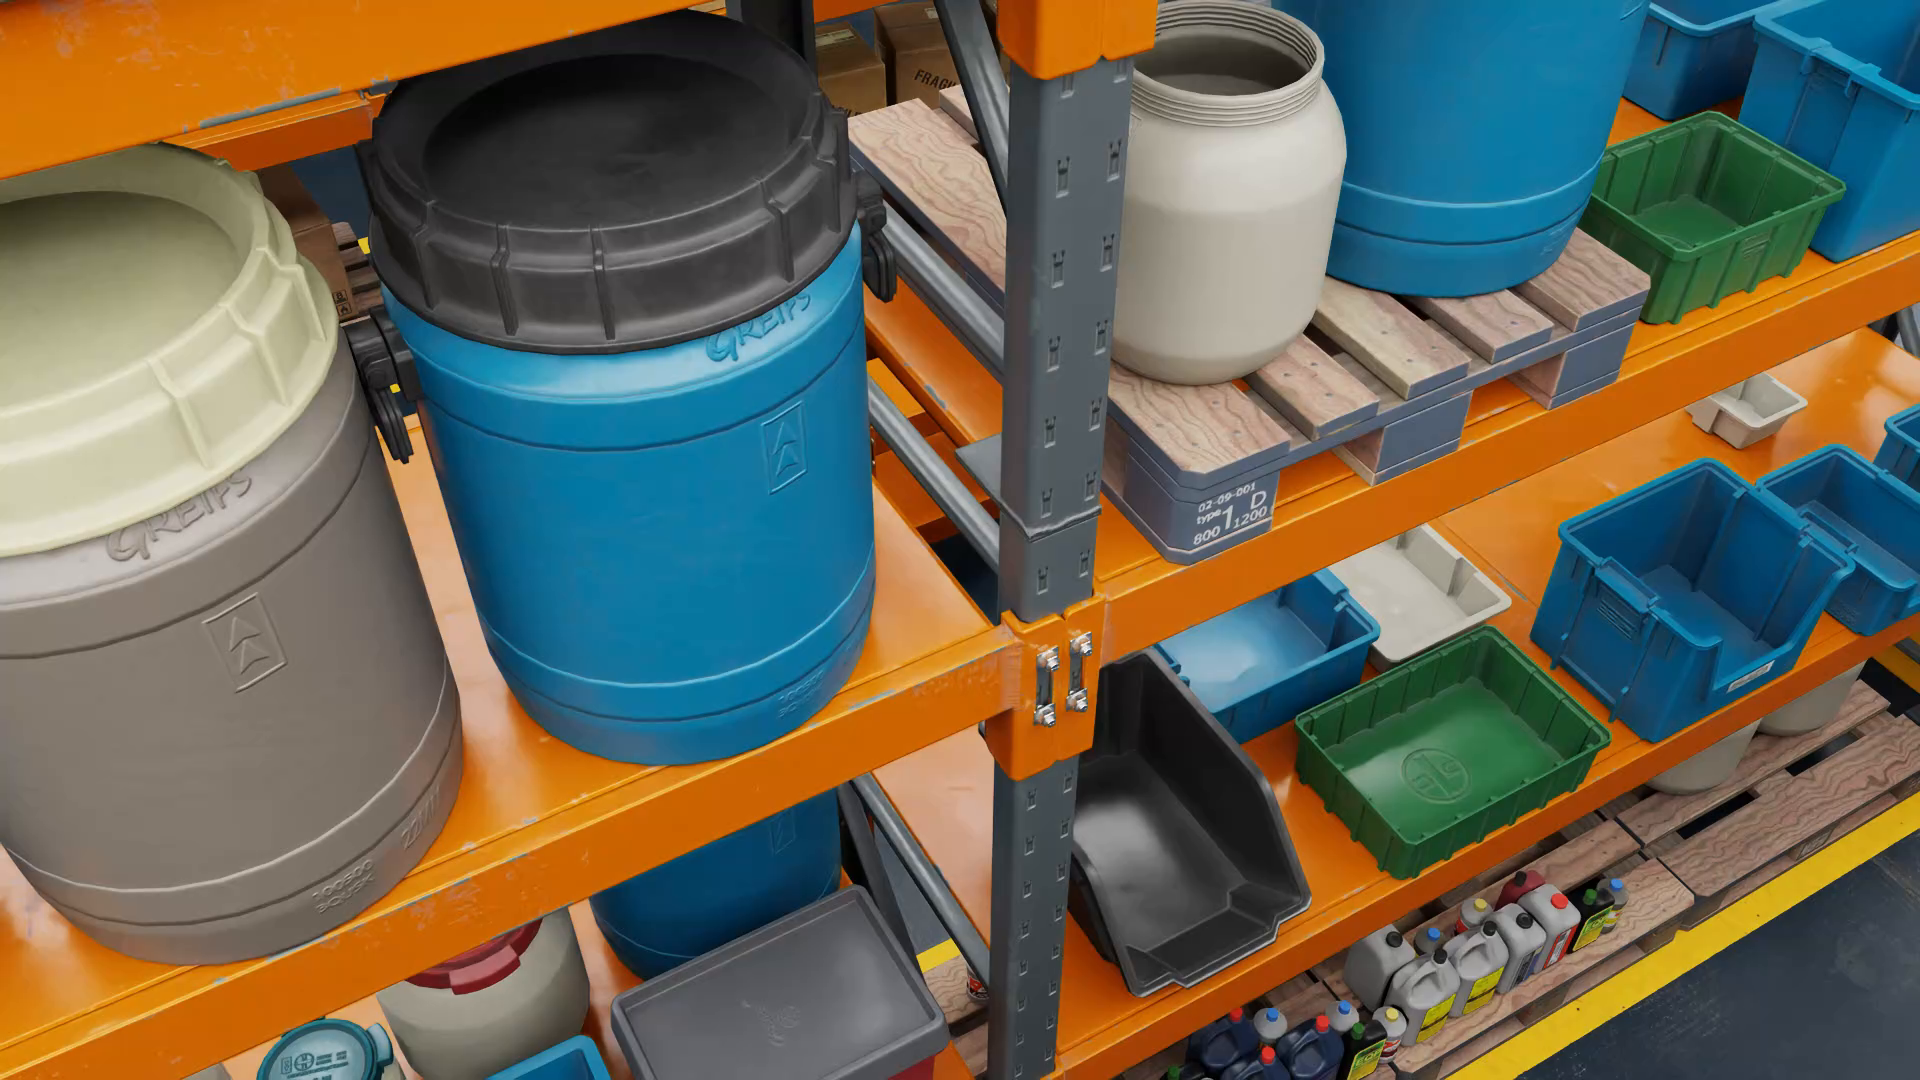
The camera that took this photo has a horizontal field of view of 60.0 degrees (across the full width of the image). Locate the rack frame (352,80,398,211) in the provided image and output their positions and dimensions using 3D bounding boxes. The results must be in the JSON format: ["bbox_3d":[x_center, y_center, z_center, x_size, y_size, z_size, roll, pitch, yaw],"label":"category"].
[{"bbox_3d":[-2.560,-2.233,6.897,0.127,3.000,1.000,-22,48,-21],"label":"rack frame"}]

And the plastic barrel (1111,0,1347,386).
[{"bbox_3d":[0.379,-0.540,2.617,0.421,0.512,0.421,0,44,0],"label":"plastic barrel"}]

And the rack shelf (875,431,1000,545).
[{"bbox_3d":[-0.006,-0.226,6.526,1.000,0.278,0.538,-22,48,-21],"label":"rack shelf"}]

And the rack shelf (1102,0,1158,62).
[{"bbox_3d":[1.642,-1.687,2.831,4.000,0.370,1.077,-22,48,-21],"label":"rack shelf"}]

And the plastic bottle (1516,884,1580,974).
[{"bbox_3d":[1.770,1.162,5.038,0.135,0.276,0.152,-21,48,-21],"label":"plastic bottle"}]

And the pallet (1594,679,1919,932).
[{"bbox_3d":[2.627,0.704,5.873,1.213,0.211,1.003,-22,48,-21],"label":"pallet"}]

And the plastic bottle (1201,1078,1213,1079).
[{"bbox_3d":[0.669,1.603,4.584,0.135,0.276,0.152,-20,48,-20],"label":"plastic bottle"}]

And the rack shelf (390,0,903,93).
[{"bbox_3d":[-0.825,-2.669,7.863,4.000,0.370,1.077,-22,48,-21],"label":"rack shelf"}]

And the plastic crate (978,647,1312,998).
[{"bbox_3d":[0.425,0.675,3.945,0.504,0.338,0.767,-22,48,-21],"label":"plastic crate"}]

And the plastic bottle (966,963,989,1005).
[{"bbox_3d":[0.067,1.290,4.960,0.097,0.201,0.097,0,44,0],"label":"plastic bottle"}]

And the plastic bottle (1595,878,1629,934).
[{"bbox_3d":[2.002,1.118,5.137,0.097,0.201,0.097,0,44,0],"label":"plastic bottle"}]

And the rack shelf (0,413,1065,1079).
[{"bbox_3d":[-1.826,0.634,2.306,4.000,0.370,1.077,-22,48,-21],"label":"rack shelf"}]

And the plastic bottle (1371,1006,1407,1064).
[{"bbox_3d":[1.235,1.425,4.821,0.097,0.201,0.097,0,44,0],"label":"plastic bottle"}]

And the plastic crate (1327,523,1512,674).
[{"bbox_3d":[1.190,0.136,4.645,0.437,0.136,0.530,-22,48,-21],"label":"plastic crate"}]

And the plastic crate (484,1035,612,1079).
[{"bbox_3d":[-0.894,1.334,3.233,0.575,0.384,0.392,-22,48,-21],"label":"plastic crate"}]

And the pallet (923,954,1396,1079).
[{"bbox_3d":[0.511,1.551,5.001,1.213,0.211,1.003,-22,48,-21],"label":"pallet"}]

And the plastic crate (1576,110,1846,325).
[{"bbox_3d":[1.412,-0.626,3.239,0.450,0.188,0.336,-22,48,-21],"label":"plastic crate"}]

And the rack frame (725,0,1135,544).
[{"bbox_3d":[-0.092,-1.395,1.726,0.127,3.000,1.000,-22,48,-21],"label":"rack frame"}]

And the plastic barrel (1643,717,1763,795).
[{"bbox_3d":[2.409,0.561,5.503,0.421,0.512,0.421,0,44,0],"label":"plastic barrel"}]

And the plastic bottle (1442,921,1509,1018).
[{"bbox_3d":[1.508,1.244,4.901,0.185,0.351,0.144,-20,48,-19],"label":"plastic bottle"}]

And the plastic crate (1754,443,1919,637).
[{"bbox_3d":[2.525,0.000,4.703,0.408,0.251,0.499,-22,48,-21],"label":"plastic crate"}]

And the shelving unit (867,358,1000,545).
[{"bbox_3d":[-0.006,-0.401,6.356,1.048,1.125,0.538,-22,48,-21],"label":"shelving unit"}]

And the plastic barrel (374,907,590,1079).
[{"bbox_3d":[-1.031,0.909,3.562,0.433,0.535,0.433,0,44,0],"label":"plastic barrel"}]

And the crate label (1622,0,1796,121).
[{"bbox_3d":[1.589,-1.203,3.789,0.408,0.251,0.502,-22,48,-21],"label":"crate label"}]

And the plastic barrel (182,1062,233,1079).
[{"bbox_3d":[-1.667,1.163,3.300,0.433,0.535,0.433,0,44,0],"label":"plastic barrel"}]

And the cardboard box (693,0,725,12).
[{"bbox_3d":[-1.152,-2.484,7.336,0.250,0.149,0.380,-22,48,-21],"label":"cardboard box"}]

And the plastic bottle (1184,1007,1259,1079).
[{"bbox_3d":[0.743,1.434,4.705,0.185,0.351,0.144,-22,48,-21],"label":"plastic bottle"}]

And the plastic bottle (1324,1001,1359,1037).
[{"bbox_3d":[1.087,1.411,4.786,0.097,0.271,0.097,0,44,0],"label":"plastic bottle"}]

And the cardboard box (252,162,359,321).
[{"bbox_3d":[-3.103,-1.294,7.408,0.500,0.500,0.700,-25,50,-24],"label":"cardboard box"}]

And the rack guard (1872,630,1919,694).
[{"bbox_3d":[3.334,0.322,6.059,0.348,0.500,1.175,-22,48,-21],"label":"rack guard"}]

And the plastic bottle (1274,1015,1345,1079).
[{"bbox_3d":[0.978,1.456,4.682,0.185,0.351,0.144,-24,49,-23],"label":"plastic bottle"}]

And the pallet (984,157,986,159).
[{"bbox_3d":[0.121,-2.333,9.003,1.213,0.211,1.003,-22,48,-21],"label":"pallet"}]

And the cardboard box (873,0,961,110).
[{"bbox_3d":[-0.142,-2.440,8.604,0.500,0.500,0.500,-10,45,-10],"label":"cardboard box"}]

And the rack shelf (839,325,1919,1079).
[{"bbox_3d":[1.642,0.322,4.781,4.000,0.370,1.077,-22,48,-21],"label":"rack shelf"}]

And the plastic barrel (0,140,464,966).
[{"bbox_3d":[-0.992,0.036,2.045,0.600,0.901,0.600,0,44,0],"label":"plastic barrel"}]

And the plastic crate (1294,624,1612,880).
[{"bbox_3d":[1.225,0.533,4.199,0.662,0.188,0.450,-22,48,-21],"label":"plastic crate"}]

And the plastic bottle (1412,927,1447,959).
[{"bbox_3d":[1.410,1.239,5.012,0.097,0.201,0.097,0,44,0],"label":"plastic bottle"}]
